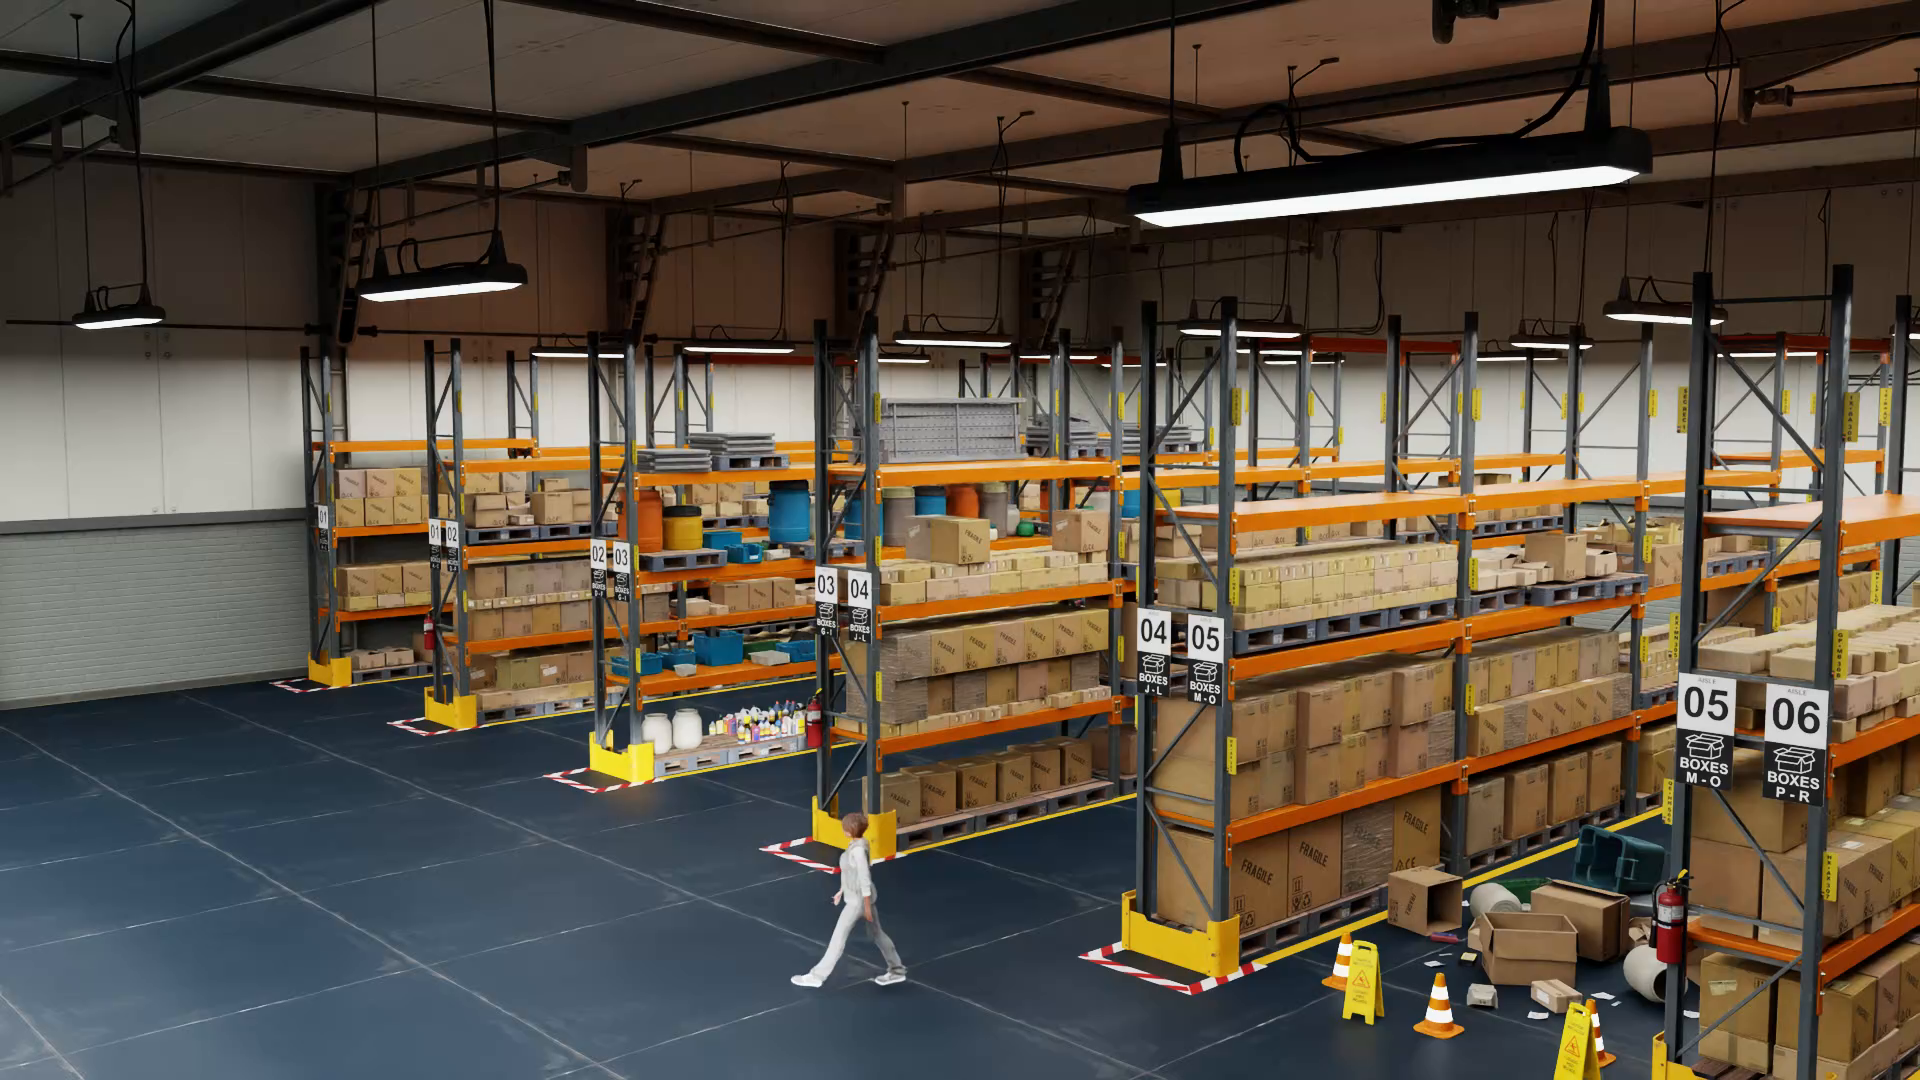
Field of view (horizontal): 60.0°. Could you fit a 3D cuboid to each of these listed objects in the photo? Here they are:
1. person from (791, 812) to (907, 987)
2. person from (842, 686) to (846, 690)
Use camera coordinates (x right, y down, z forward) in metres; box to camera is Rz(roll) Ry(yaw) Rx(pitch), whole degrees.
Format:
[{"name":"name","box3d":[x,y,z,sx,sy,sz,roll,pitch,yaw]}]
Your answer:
[{"name":"person","box3d":[-0.956,3.111,14.420,0.979,1.540,0.442,0,5,4]},{"name":"person","box3d":[-1.600,1.778,28.933,0.541,1.623,1.022,4,6,38]}]
